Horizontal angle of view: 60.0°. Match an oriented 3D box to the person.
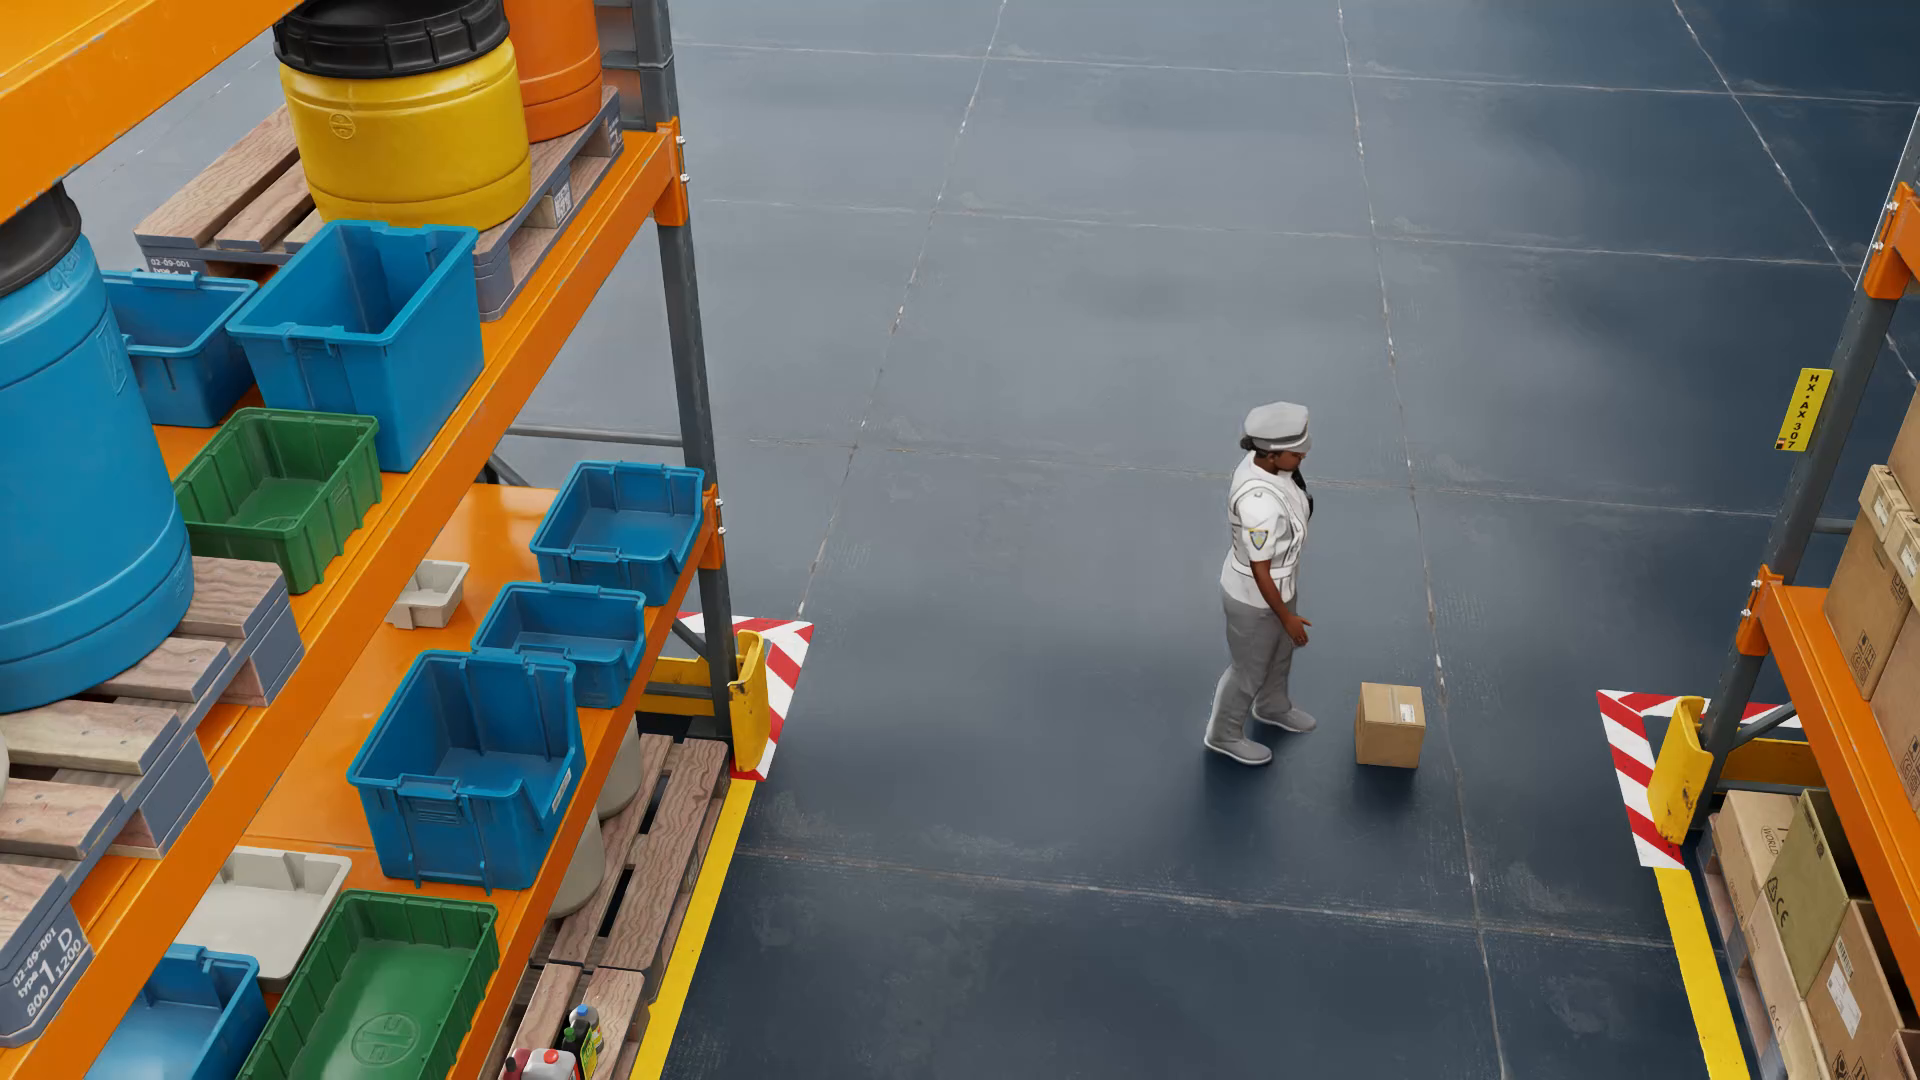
[{"bbox_3d":[1.288,0.218,6.732,0.479,1.705,0.493,10,37,13],"label":"person"}]
